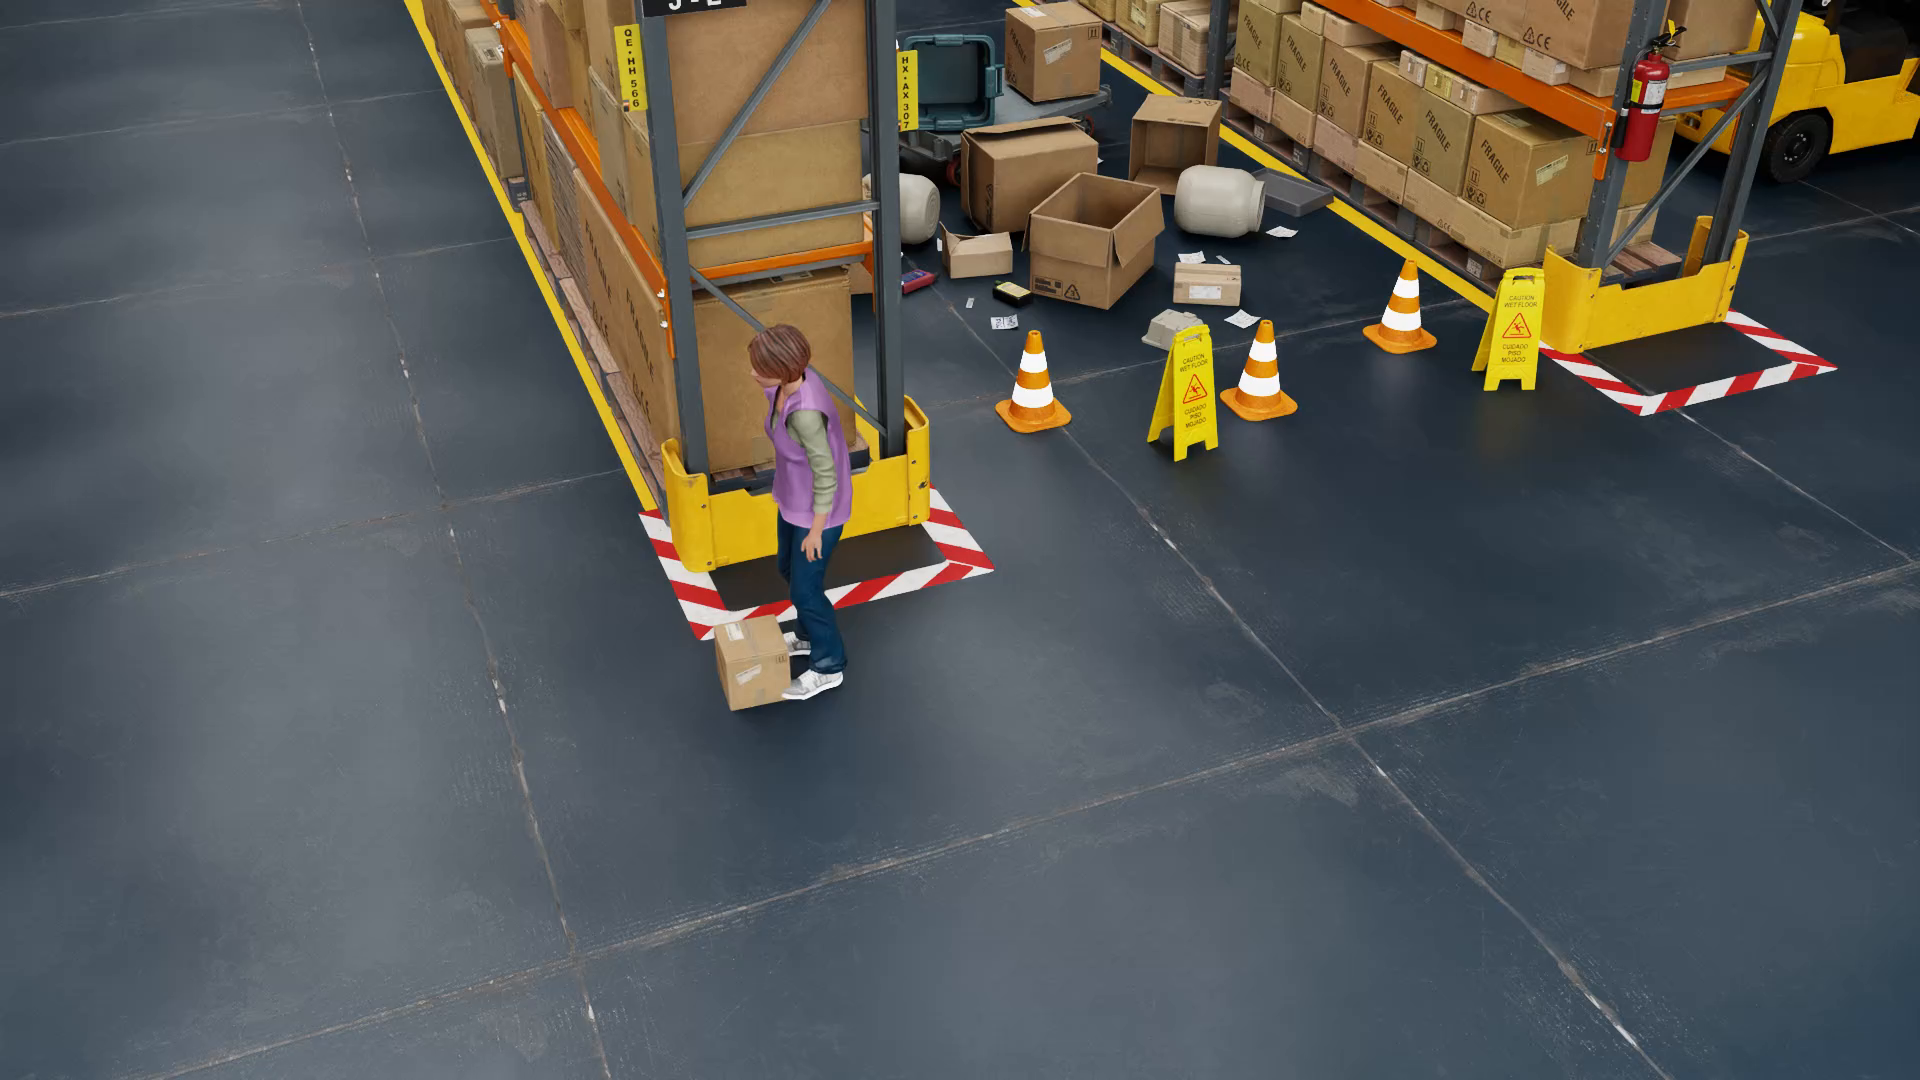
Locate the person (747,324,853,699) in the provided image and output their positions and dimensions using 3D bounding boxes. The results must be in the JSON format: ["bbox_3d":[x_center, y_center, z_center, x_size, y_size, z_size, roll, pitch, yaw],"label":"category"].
[{"bbox_3d":[-0.594,-0.115,6.323,0.345,1.592,0.477,-12,36,-17],"label":"person"}]
